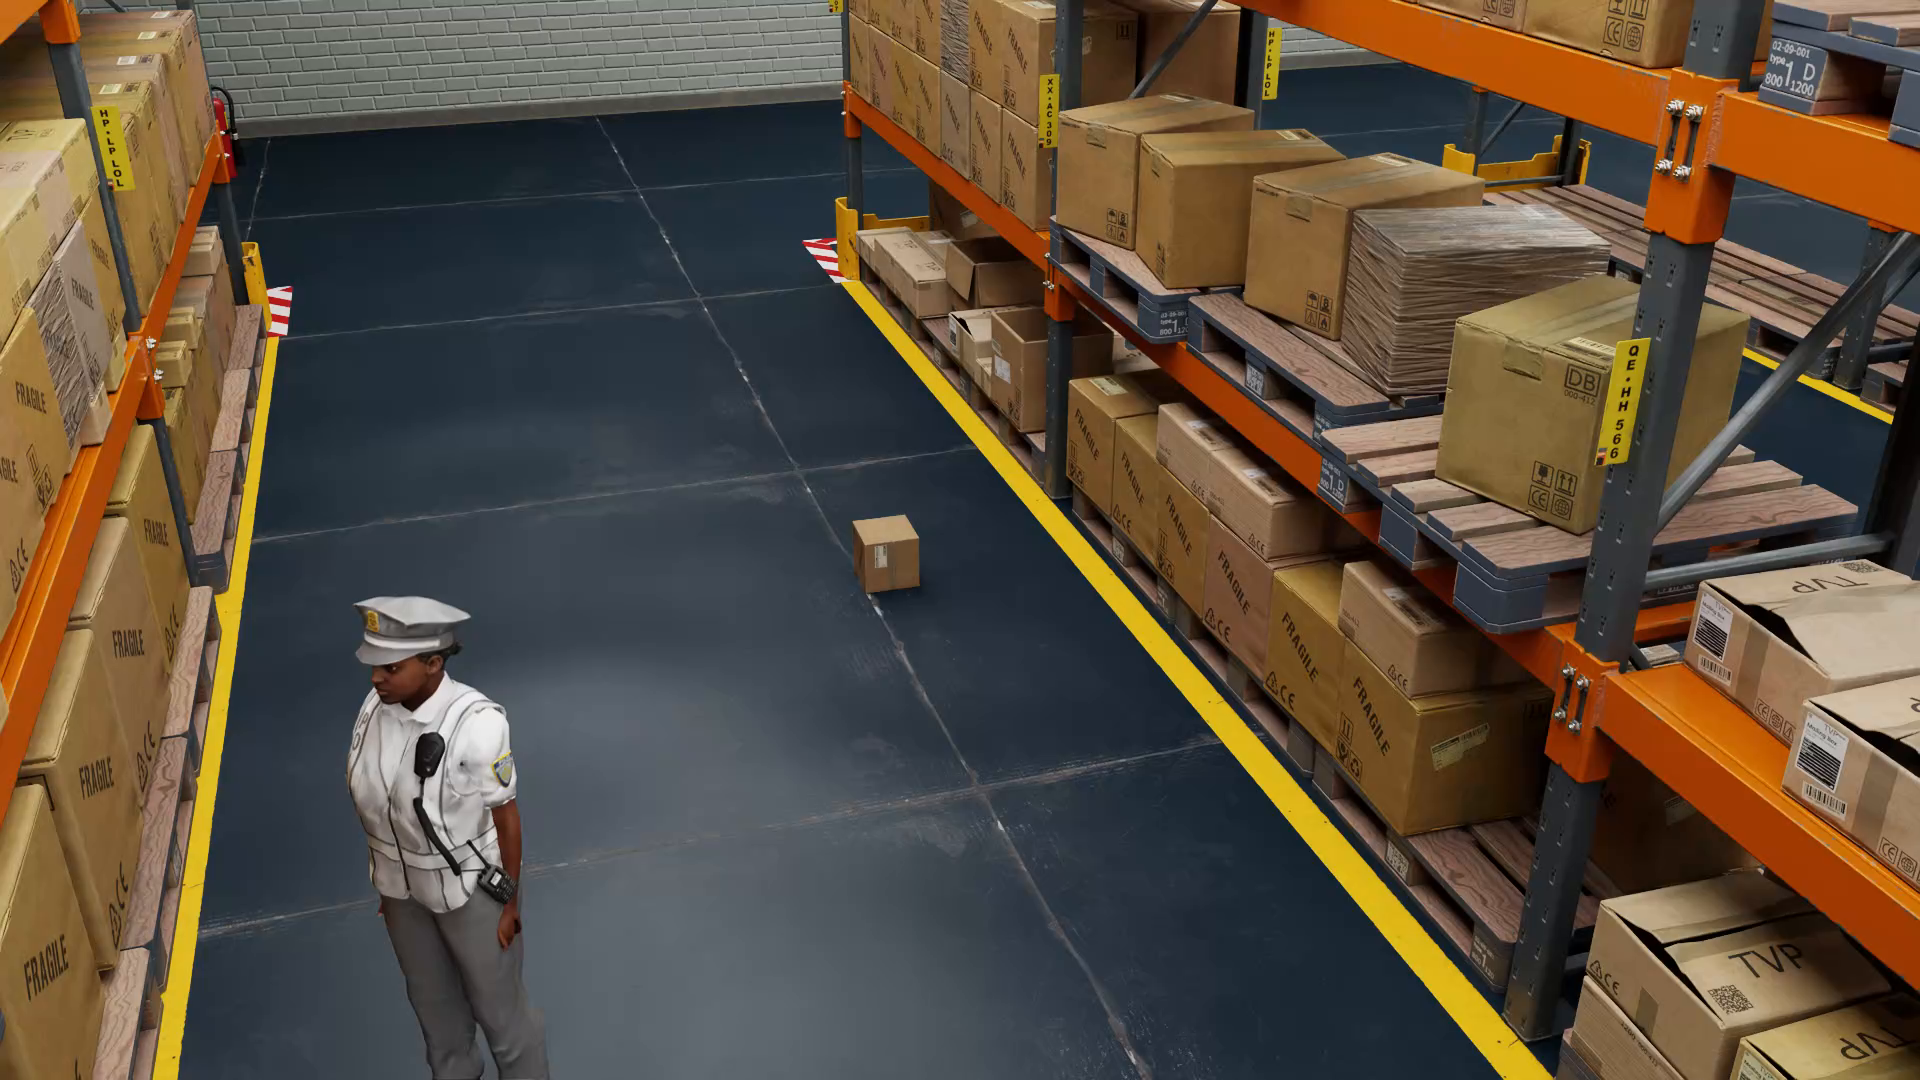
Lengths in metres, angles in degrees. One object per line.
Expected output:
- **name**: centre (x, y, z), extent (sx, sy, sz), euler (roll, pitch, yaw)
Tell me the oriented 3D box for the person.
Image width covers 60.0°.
- **person**: centre (-1.332, 0.892, 4.295), extent (0.440, 1.692, 0.339), euler (11, 29, 22)
